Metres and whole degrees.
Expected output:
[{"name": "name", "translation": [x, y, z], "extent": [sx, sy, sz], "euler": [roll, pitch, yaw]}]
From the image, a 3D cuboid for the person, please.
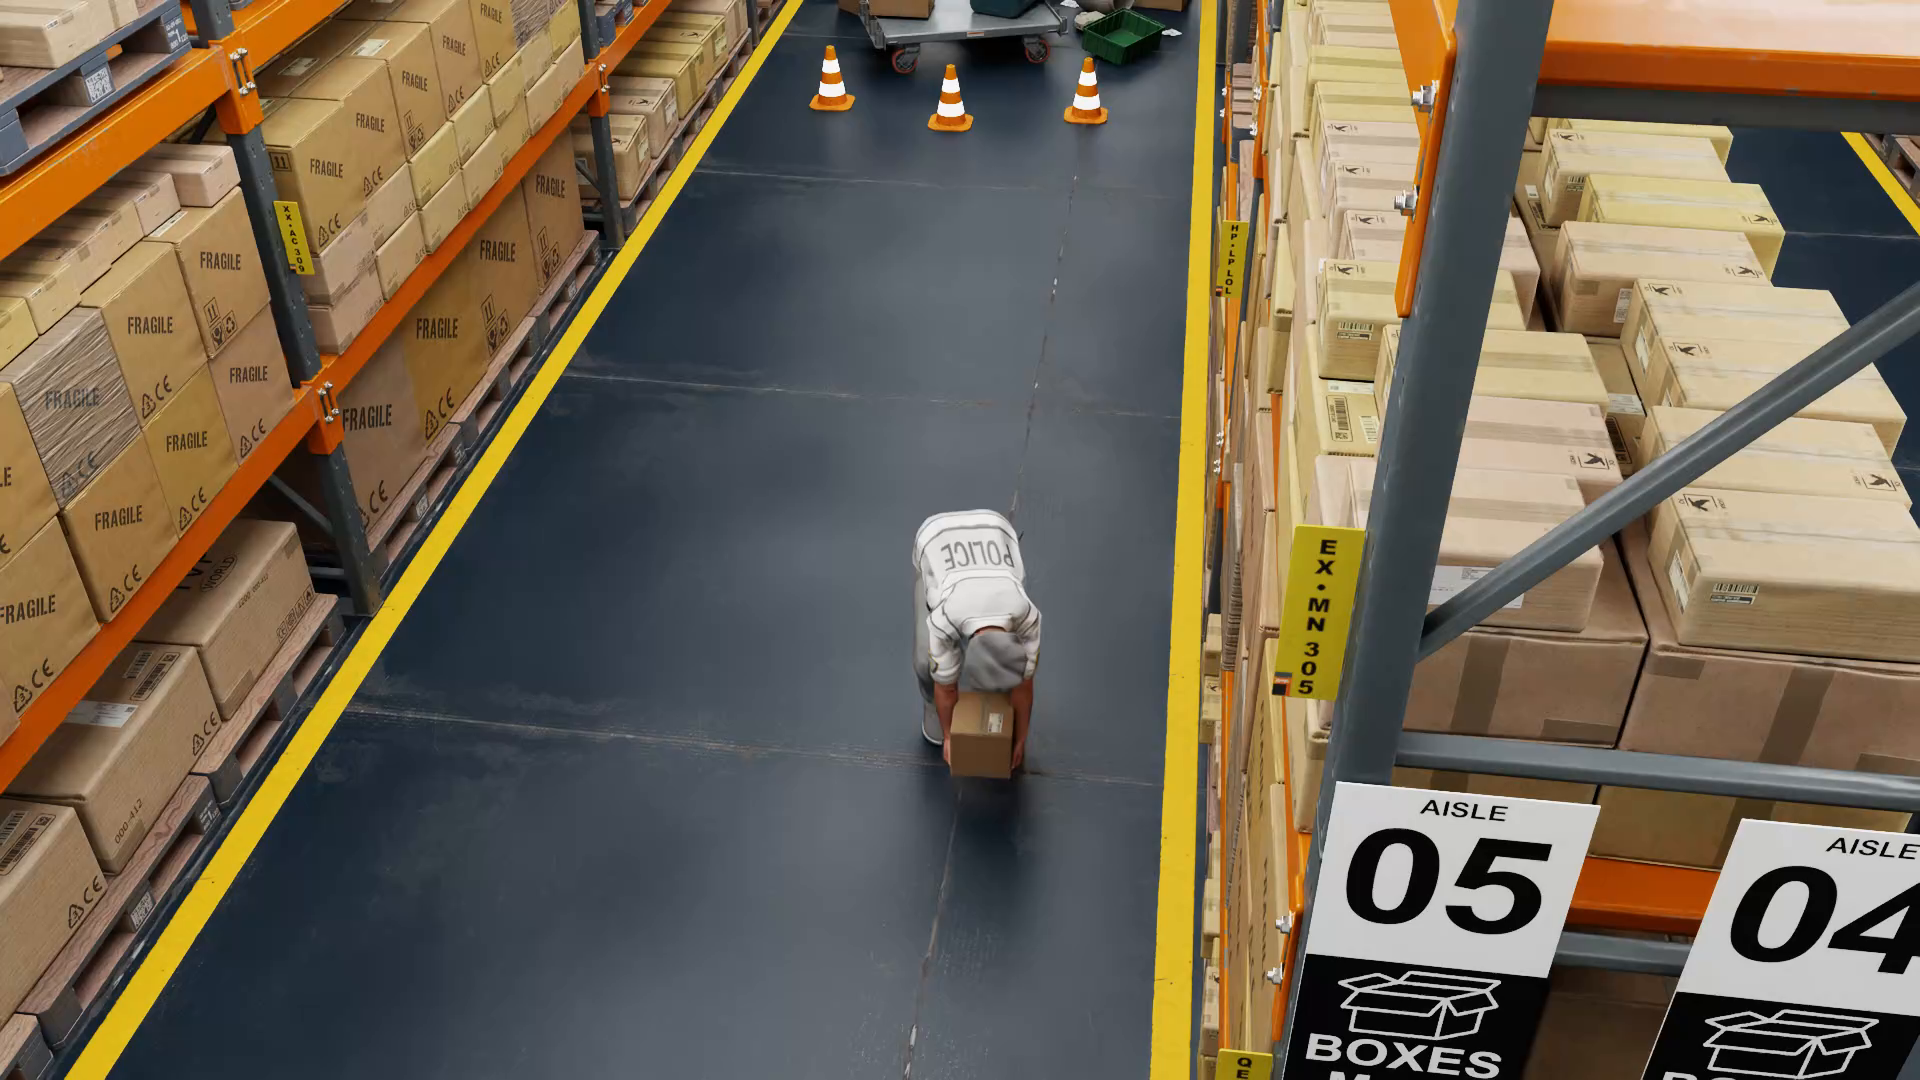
[{"name": "person", "translation": [0.072, 0.499, 6.921], "extent": [0.514, 1.081, 1.044], "euler": [-5, 36, -7]}]
